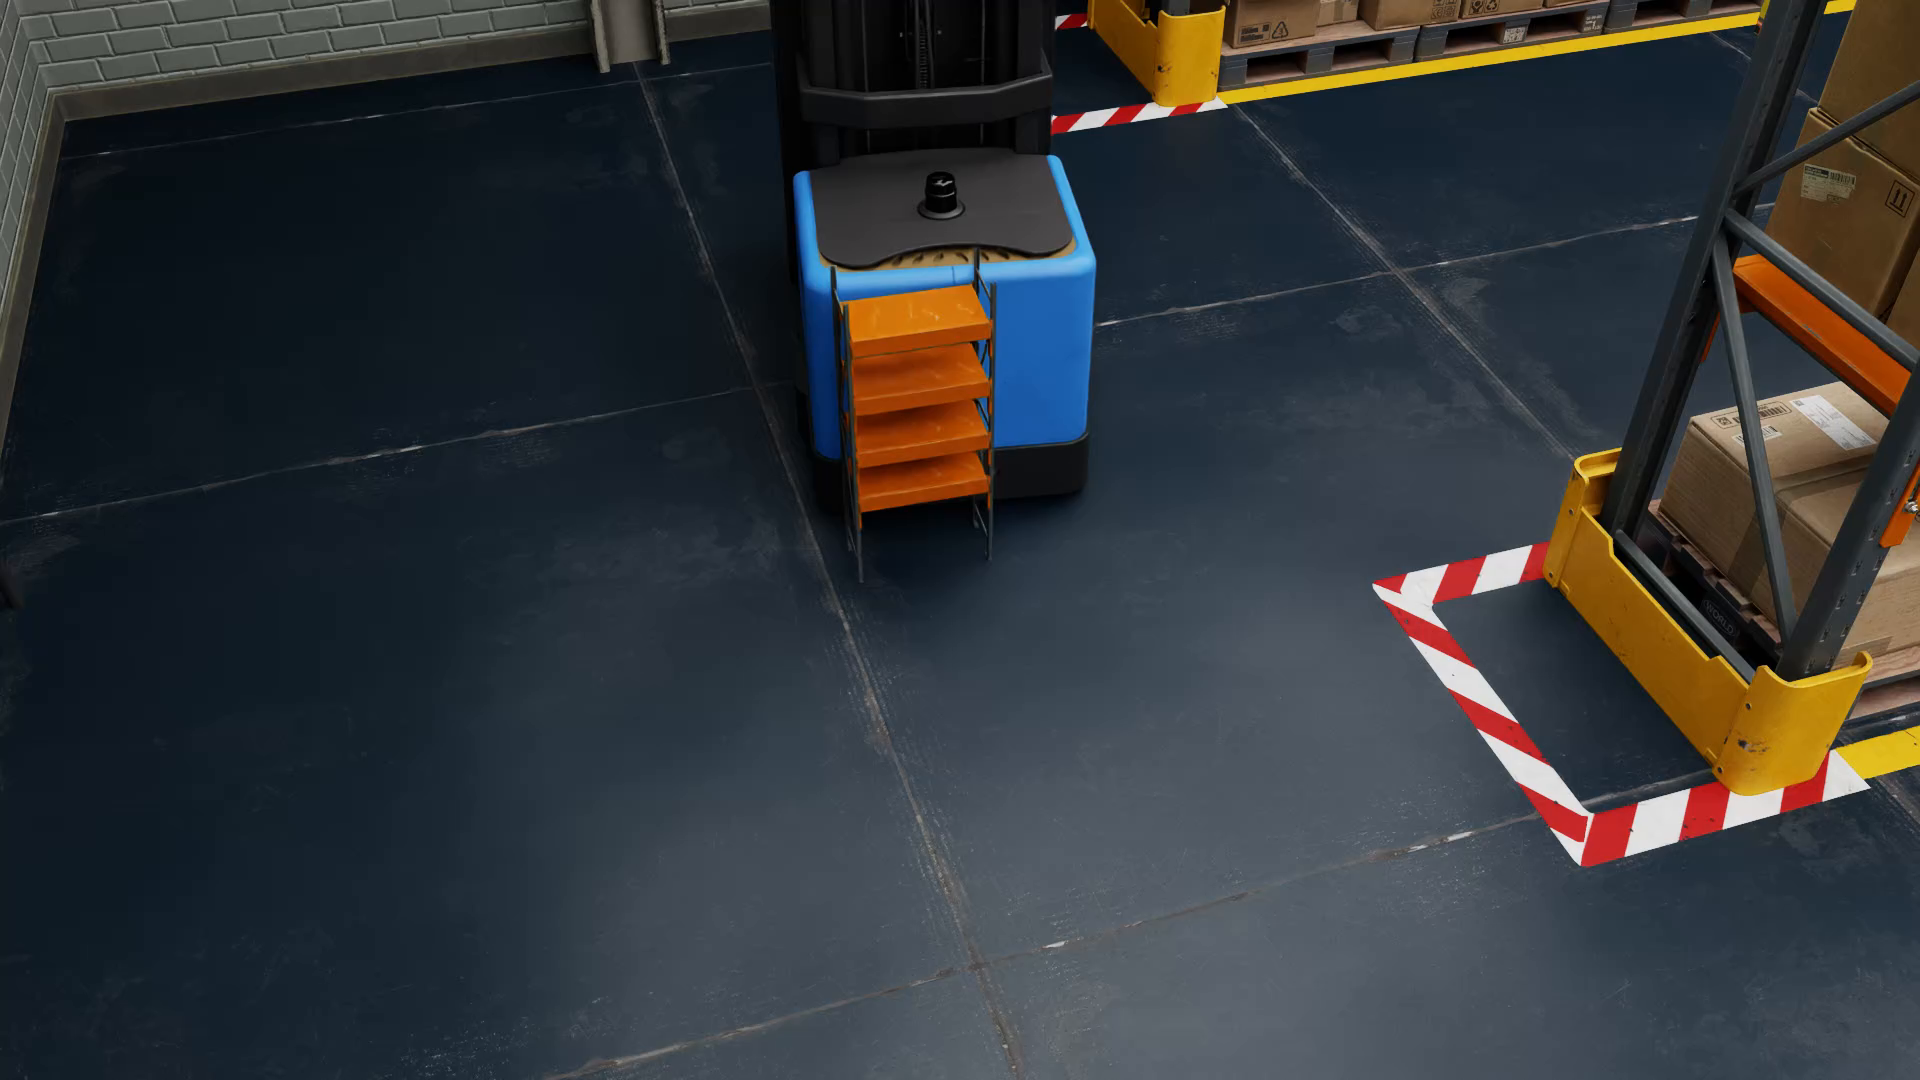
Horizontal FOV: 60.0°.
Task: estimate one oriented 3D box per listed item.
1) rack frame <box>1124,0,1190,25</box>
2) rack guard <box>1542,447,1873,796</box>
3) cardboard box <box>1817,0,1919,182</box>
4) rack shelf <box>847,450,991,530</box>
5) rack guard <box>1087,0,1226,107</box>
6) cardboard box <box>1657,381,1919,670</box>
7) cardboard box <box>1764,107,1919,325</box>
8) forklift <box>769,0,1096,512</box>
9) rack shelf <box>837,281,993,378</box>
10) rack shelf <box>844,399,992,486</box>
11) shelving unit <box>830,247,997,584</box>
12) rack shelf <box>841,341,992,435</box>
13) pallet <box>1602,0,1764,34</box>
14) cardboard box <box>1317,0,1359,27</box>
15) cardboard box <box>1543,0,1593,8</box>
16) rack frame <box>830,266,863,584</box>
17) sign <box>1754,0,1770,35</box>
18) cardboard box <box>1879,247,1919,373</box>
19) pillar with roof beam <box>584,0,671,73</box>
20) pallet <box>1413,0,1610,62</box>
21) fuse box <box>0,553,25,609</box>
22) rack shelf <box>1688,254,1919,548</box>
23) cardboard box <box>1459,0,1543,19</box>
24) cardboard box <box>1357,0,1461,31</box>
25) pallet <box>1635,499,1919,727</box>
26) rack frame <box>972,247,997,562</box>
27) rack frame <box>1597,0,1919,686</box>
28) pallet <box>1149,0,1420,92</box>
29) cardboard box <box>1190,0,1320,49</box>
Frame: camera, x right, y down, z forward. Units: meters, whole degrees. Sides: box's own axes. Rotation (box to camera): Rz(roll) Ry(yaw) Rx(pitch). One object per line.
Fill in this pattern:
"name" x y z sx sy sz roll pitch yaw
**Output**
"rack frame" 0.989 -3.820 8.342 0.127 3.000 1.000 -12 42 -13
"rack guard" 2.461 0.240 5.595 0.348 0.500 1.175 -12 42 -13
"cardboard box" 2.872 -1.365 4.696 0.500 0.500 0.500 -10 42 -12
"rack shelf" -0.154 -0.209 5.982 0.480 0.148 0.258 -9 42 -11
"rack guard" 1.062 -2.894 9.182 0.348 0.500 1.175 -12 42 -13
"cardboard box" 3.083 -0.092 5.704 0.875 0.438 0.875 -13 43 -15
"cardboard box" 2.864 -1.005 5.044 0.500 0.500 0.500 -11 42 -13
"forklift" -0.210 -2.179 6.516 1.130 2.935 3.031 -5 41 -6
"rack shelf" -0.154 -0.706 5.548 0.480 0.148 0.258 -9 42 -11
"rack shelf" -0.154 -0.359 5.851 0.480 0.148 0.258 -9 42 -11
"shelving unit" -0.154 -0.410 5.807 0.503 1.200 0.258 -9 42 -11
"rack shelf" -0.154 -0.527 5.704 0.480 0.148 0.258 -9 42 -11
"pallet" 4.149 -3.425 10.010 1.213 0.211 1.003 -12 42 -13
"cardboard box" 2.018 -3.025 9.281 0.250 0.149 0.380 -13 43 -15
"cardboard box" 3.418 -3.448 9.497 0.500 0.500 0.700 -13 43 -15
"rack frame" -0.390 -0.370 5.762 0.015 1.200 0.240 -9 42 -11
"sign" 2.334 -1.574 4.712 0.005 0.325 0.100 -12 42 -13
"cardboard box" 3.028 -0.658 4.647 0.500 0.500 0.500 -12 43 -13
"pillar with roof beam" -0.560 -3.410 3.314 0.400 9.000 9.100 -12 42 -13
"pallet" 2.984 -3.182 9.731 1.213 0.211 1.003 -12 42 -13
"fuse box" -3.379 -0.438 5.451 0.414 1.711 0.539 -12 42 -13
"rack shelf" 4.392 -0.830 5.467 4.000 0.370 1.077 -12 42 -13
"cardboard box" 2.963 -3.284 9.310 0.500 0.500 0.500 -11 42 -12
"cardboard box" 2.428 -3.243 9.262 0.500 0.500 0.700 -10 42 -11
"pallet" 3.223 0.137 5.932 1.213 0.211 1.003 -12 42 -13
"rack frame" 0.083 -0.449 5.852 0.015 1.200 0.240 -9 42 -11
"rack frame" 2.484 -0.706 4.778 0.127 3.000 1.000 -12 42 -13
"pallet" 1.822 -2.943 9.458 1.213 0.211 1.003 -12 42 -13
"cardboard box" 1.601 -3.099 9.096 0.637 0.503 0.797 -13 43 -15
